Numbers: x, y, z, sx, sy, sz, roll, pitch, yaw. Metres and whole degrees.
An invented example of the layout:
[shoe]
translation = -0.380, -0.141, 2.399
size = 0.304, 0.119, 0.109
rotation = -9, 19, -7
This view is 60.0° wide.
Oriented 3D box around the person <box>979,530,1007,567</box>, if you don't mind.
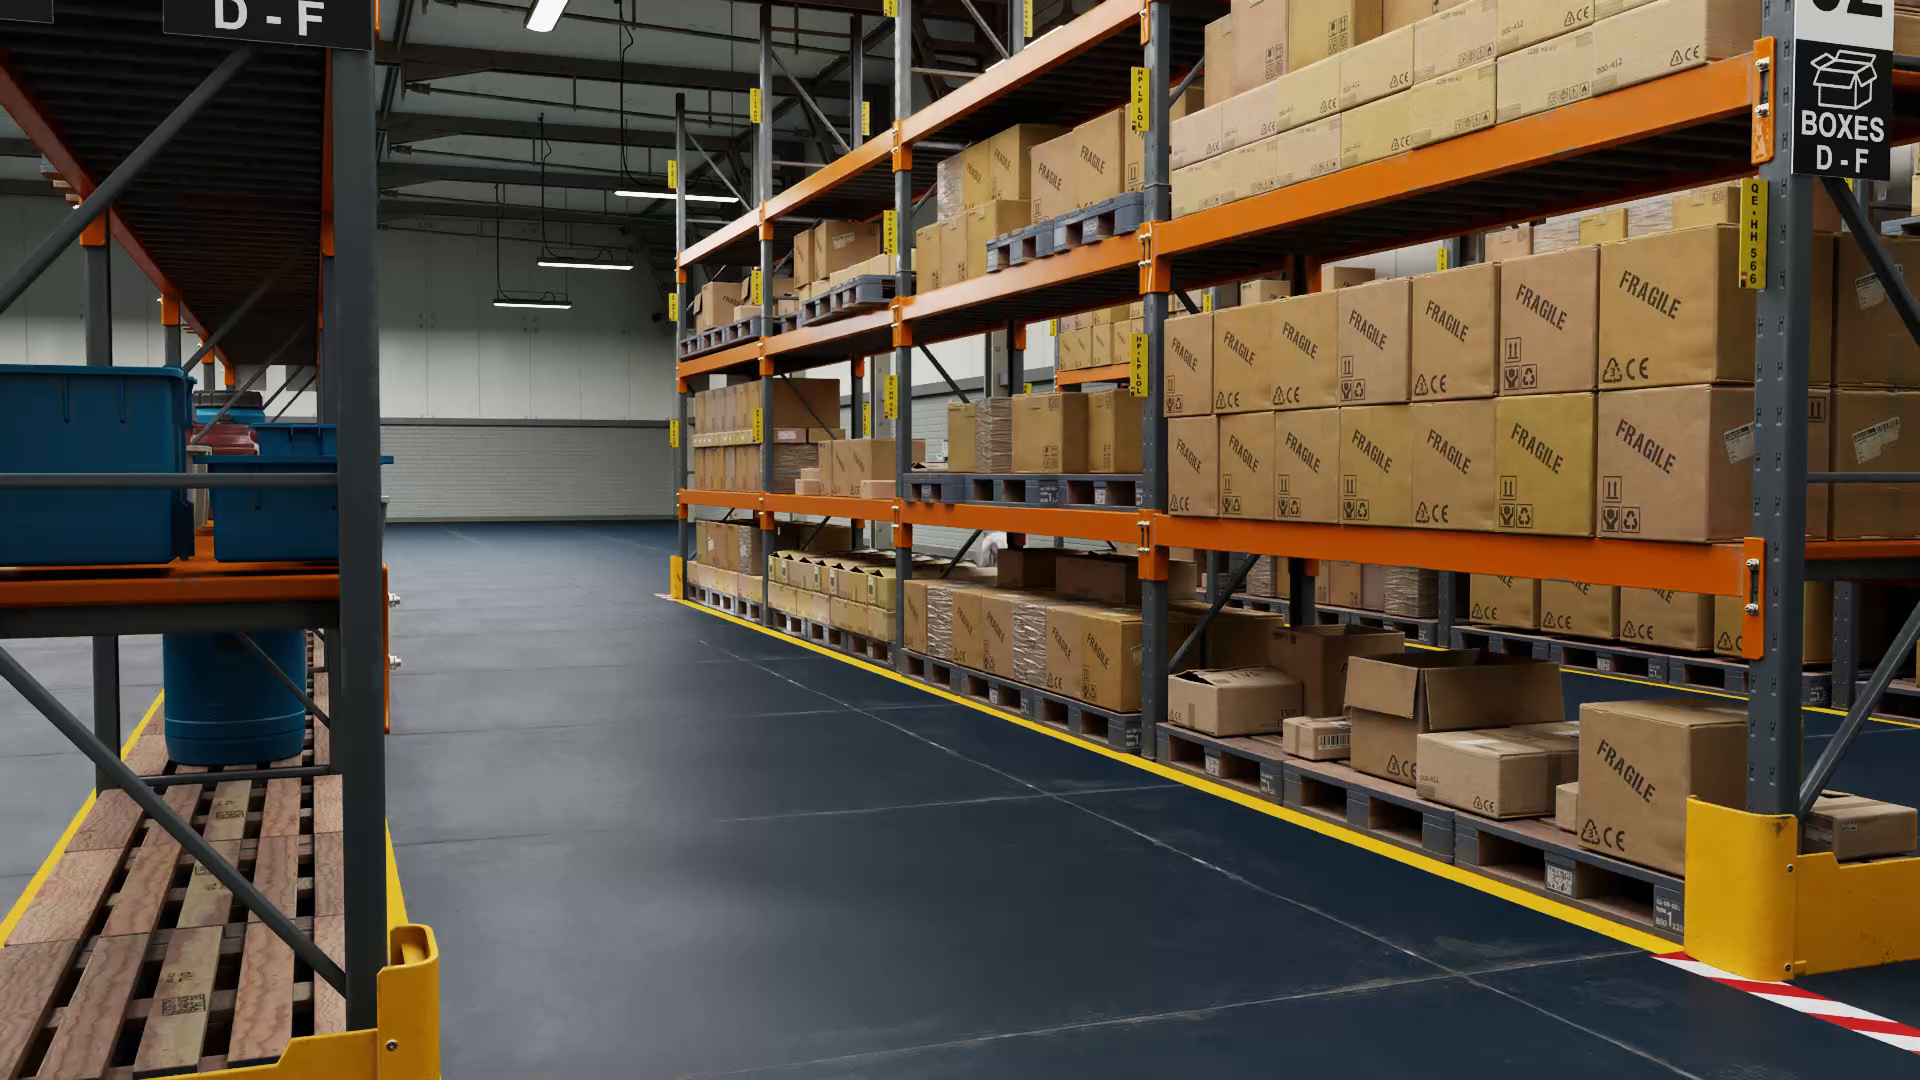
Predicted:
[person]
translation = 0.492, 0.264, 18.861
size = 0.466, 0.979, 0.851
rotation = -1, 3, -23
